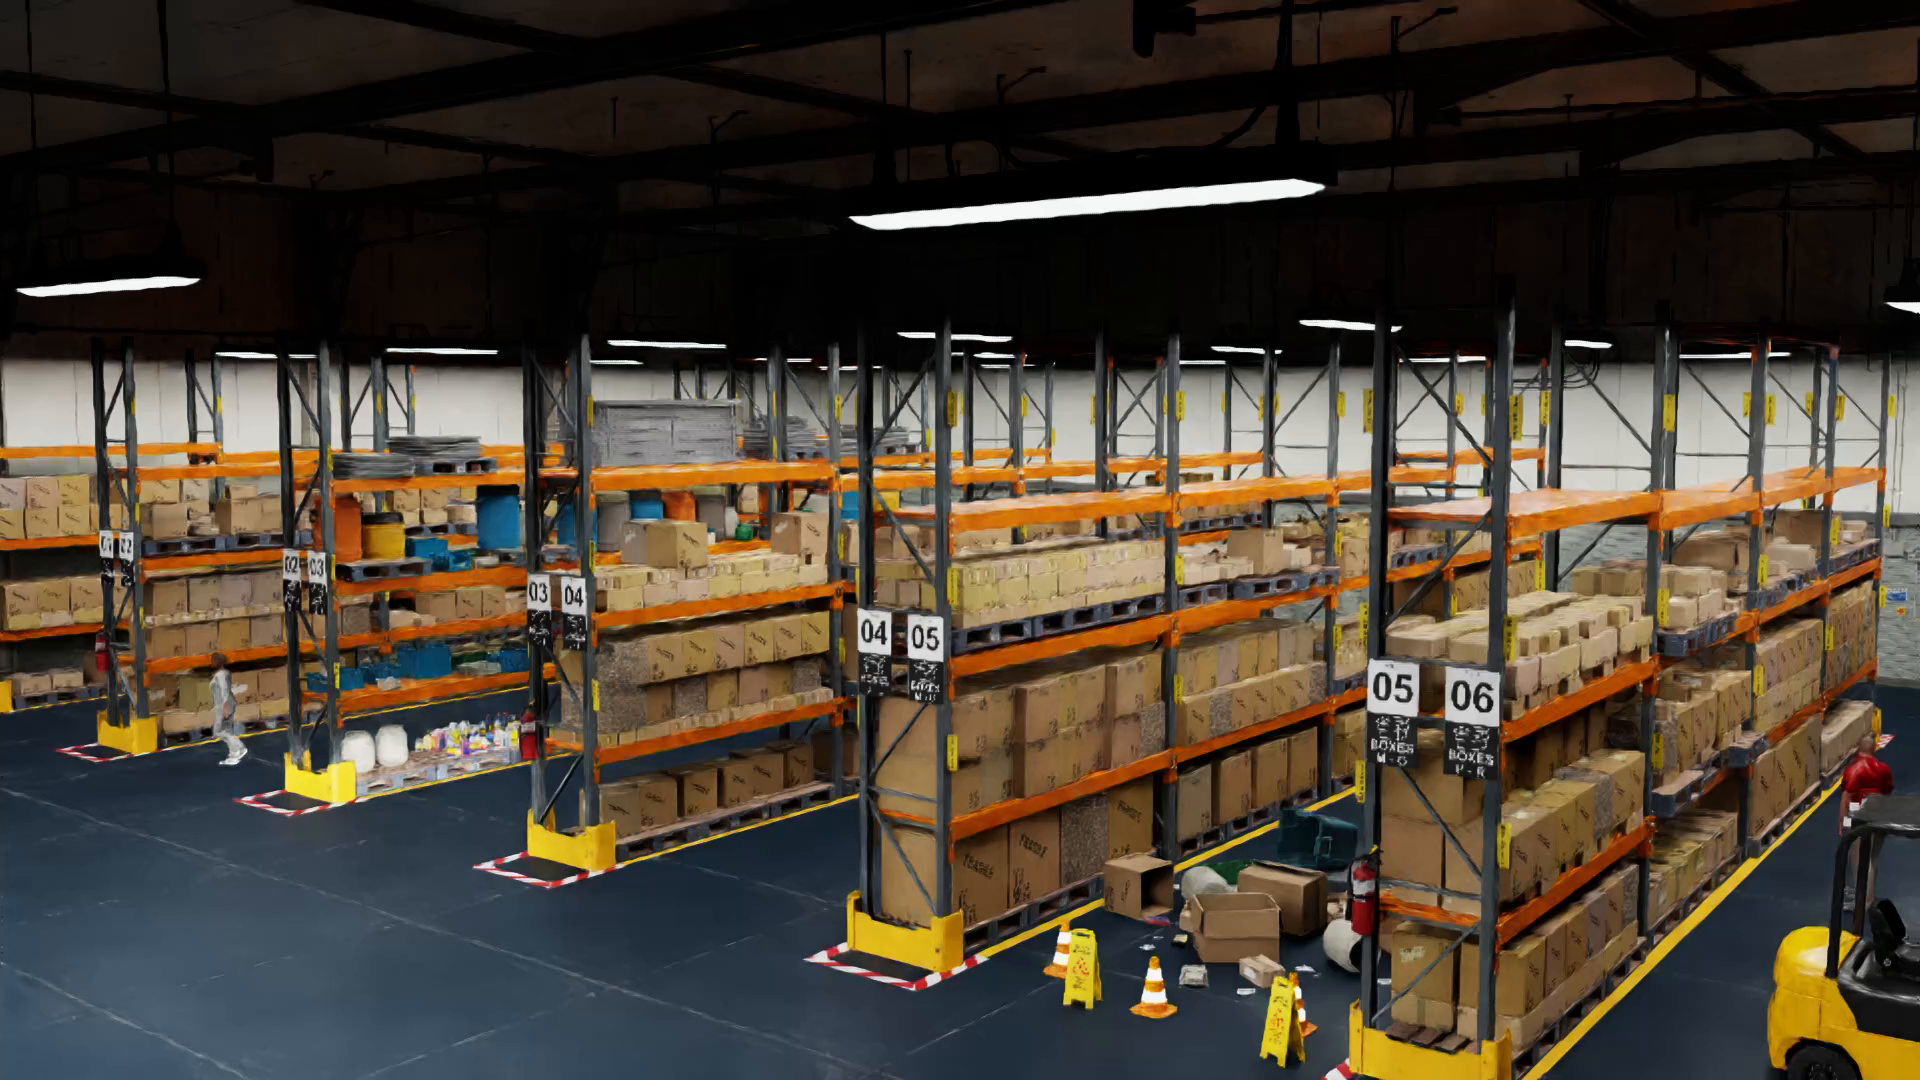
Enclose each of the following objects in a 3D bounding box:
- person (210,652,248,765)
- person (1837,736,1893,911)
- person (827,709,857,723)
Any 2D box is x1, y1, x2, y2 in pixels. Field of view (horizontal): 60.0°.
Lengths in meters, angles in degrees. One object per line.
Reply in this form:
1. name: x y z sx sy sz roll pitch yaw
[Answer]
1. person: -10.199 2.354 23.211 0.475 1.590 0.475 -1 5 -13
2. person: 9.115 2.832 16.810 0.654 1.717 0.586 -2 5 -21
3. person: -1.850 2.010 26.071 0.517 1.775 0.634 1 5 11
